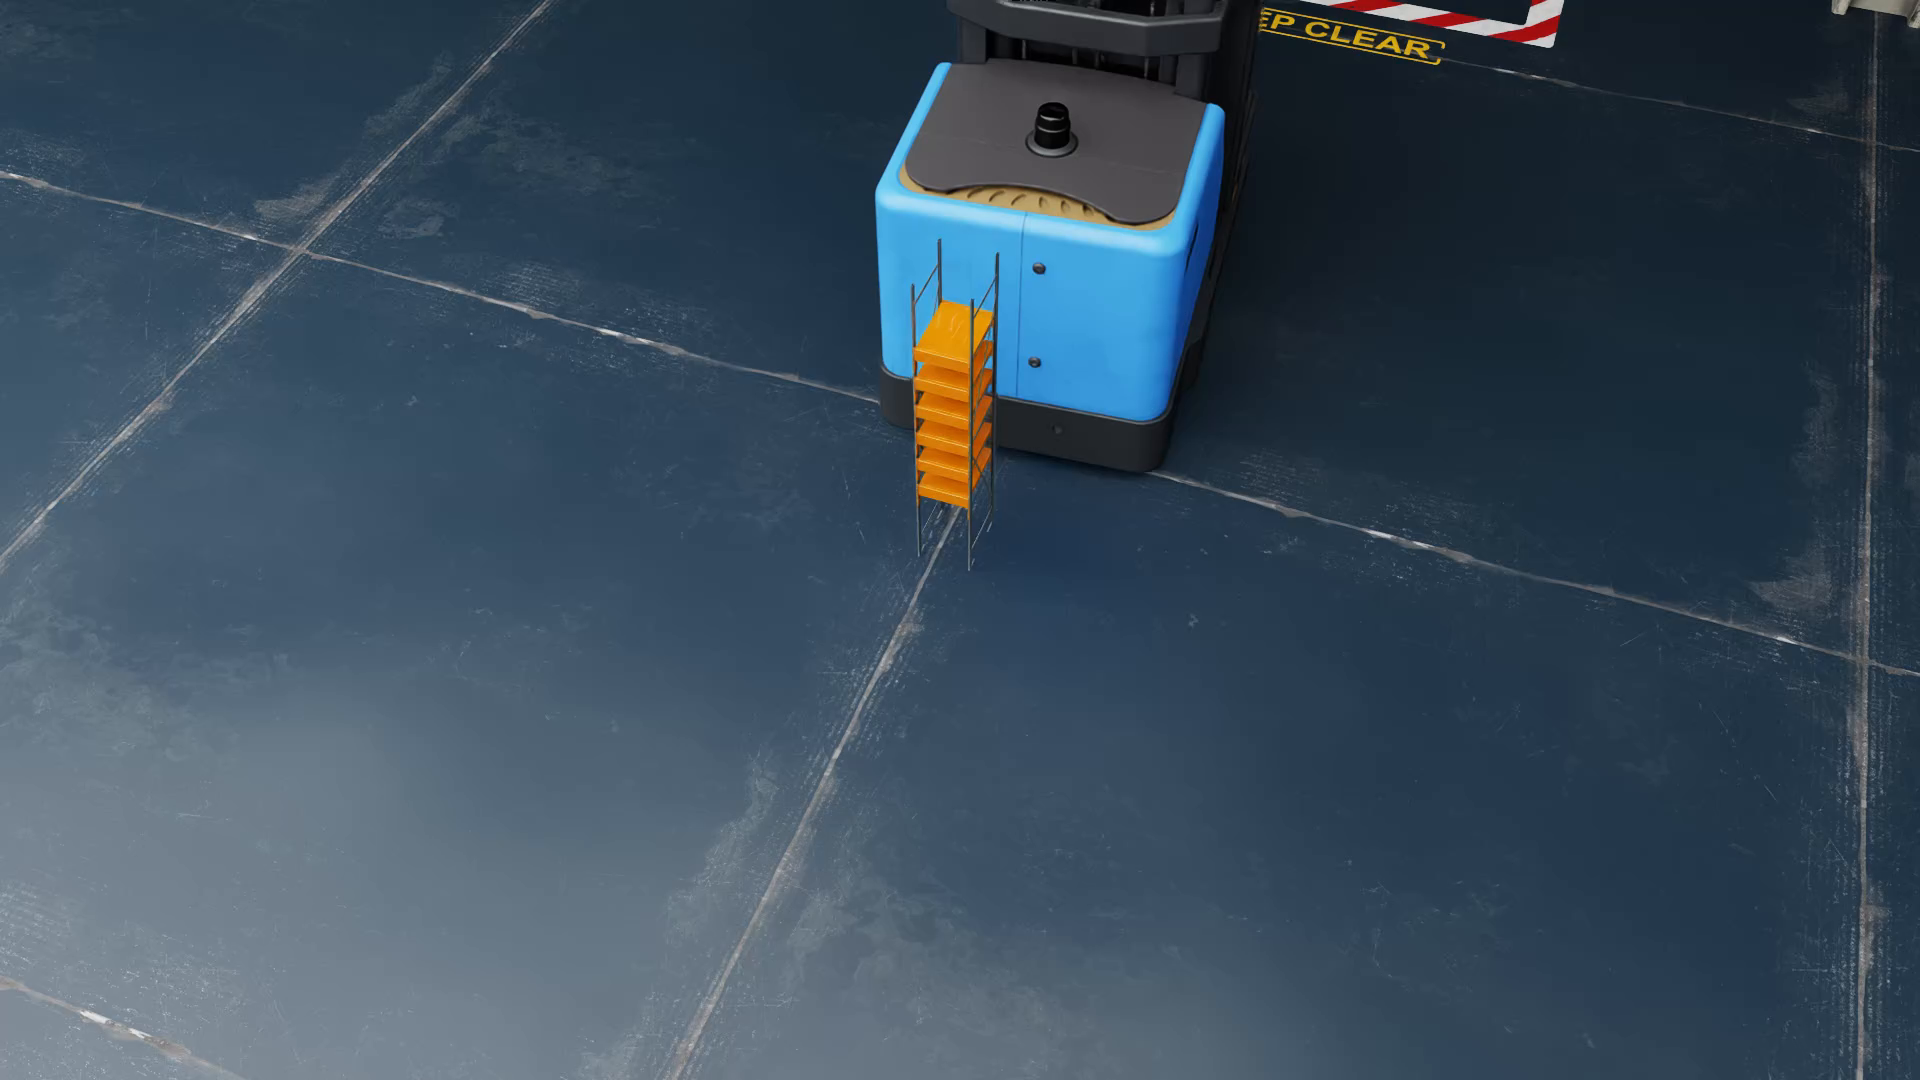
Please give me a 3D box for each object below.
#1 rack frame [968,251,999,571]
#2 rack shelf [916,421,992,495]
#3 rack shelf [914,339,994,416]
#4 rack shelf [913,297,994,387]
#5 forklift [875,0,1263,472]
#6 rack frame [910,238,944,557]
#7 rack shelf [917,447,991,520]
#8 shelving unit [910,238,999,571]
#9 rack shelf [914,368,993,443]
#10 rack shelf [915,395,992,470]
[{"bbox_3d":[0.072,-0.373,5.279,0.006,1.200,0.240,16,51,13],"label":"rack frame"},{"bbox_3d":[-0.014,-0.289,5.424,0.180,0.103,0.258,16,51,13],"label":"rack shelf"},{"bbox_3d":[-0.014,-0.525,5.152,0.180,0.103,0.258,16,51,13],"label":"rack shelf"},{"bbox_3d":[-0.014,-0.603,5.061,0.180,0.103,0.258,16,51,13],"label":"rack shelf"},{"bbox_3d":[0.593,-2.342,5.841,1.130,2.935,3.031,12,50,10],"label":"forklift"},{"bbox_3d":[-0.099,-0.421,5.321,0.006,1.200,0.240,16,51,13],"label":"rack frame"},{"bbox_3d":[-0.014,-0.210,5.515,0.180,0.103,0.258,16,51,13],"label":"rack shelf"},{"bbox_3d":[-0.014,-0.397,5.300,0.189,1.200,0.258,16,51,13],"label":"shelving unit"},{"bbox_3d":[-0.014,-0.446,5.243,0.180,0.103,0.258,16,51,13],"label":"rack shelf"},{"bbox_3d":[-0.014,-0.368,5.333,0.180,0.103,0.258,16,51,13],"label":"rack shelf"}]
